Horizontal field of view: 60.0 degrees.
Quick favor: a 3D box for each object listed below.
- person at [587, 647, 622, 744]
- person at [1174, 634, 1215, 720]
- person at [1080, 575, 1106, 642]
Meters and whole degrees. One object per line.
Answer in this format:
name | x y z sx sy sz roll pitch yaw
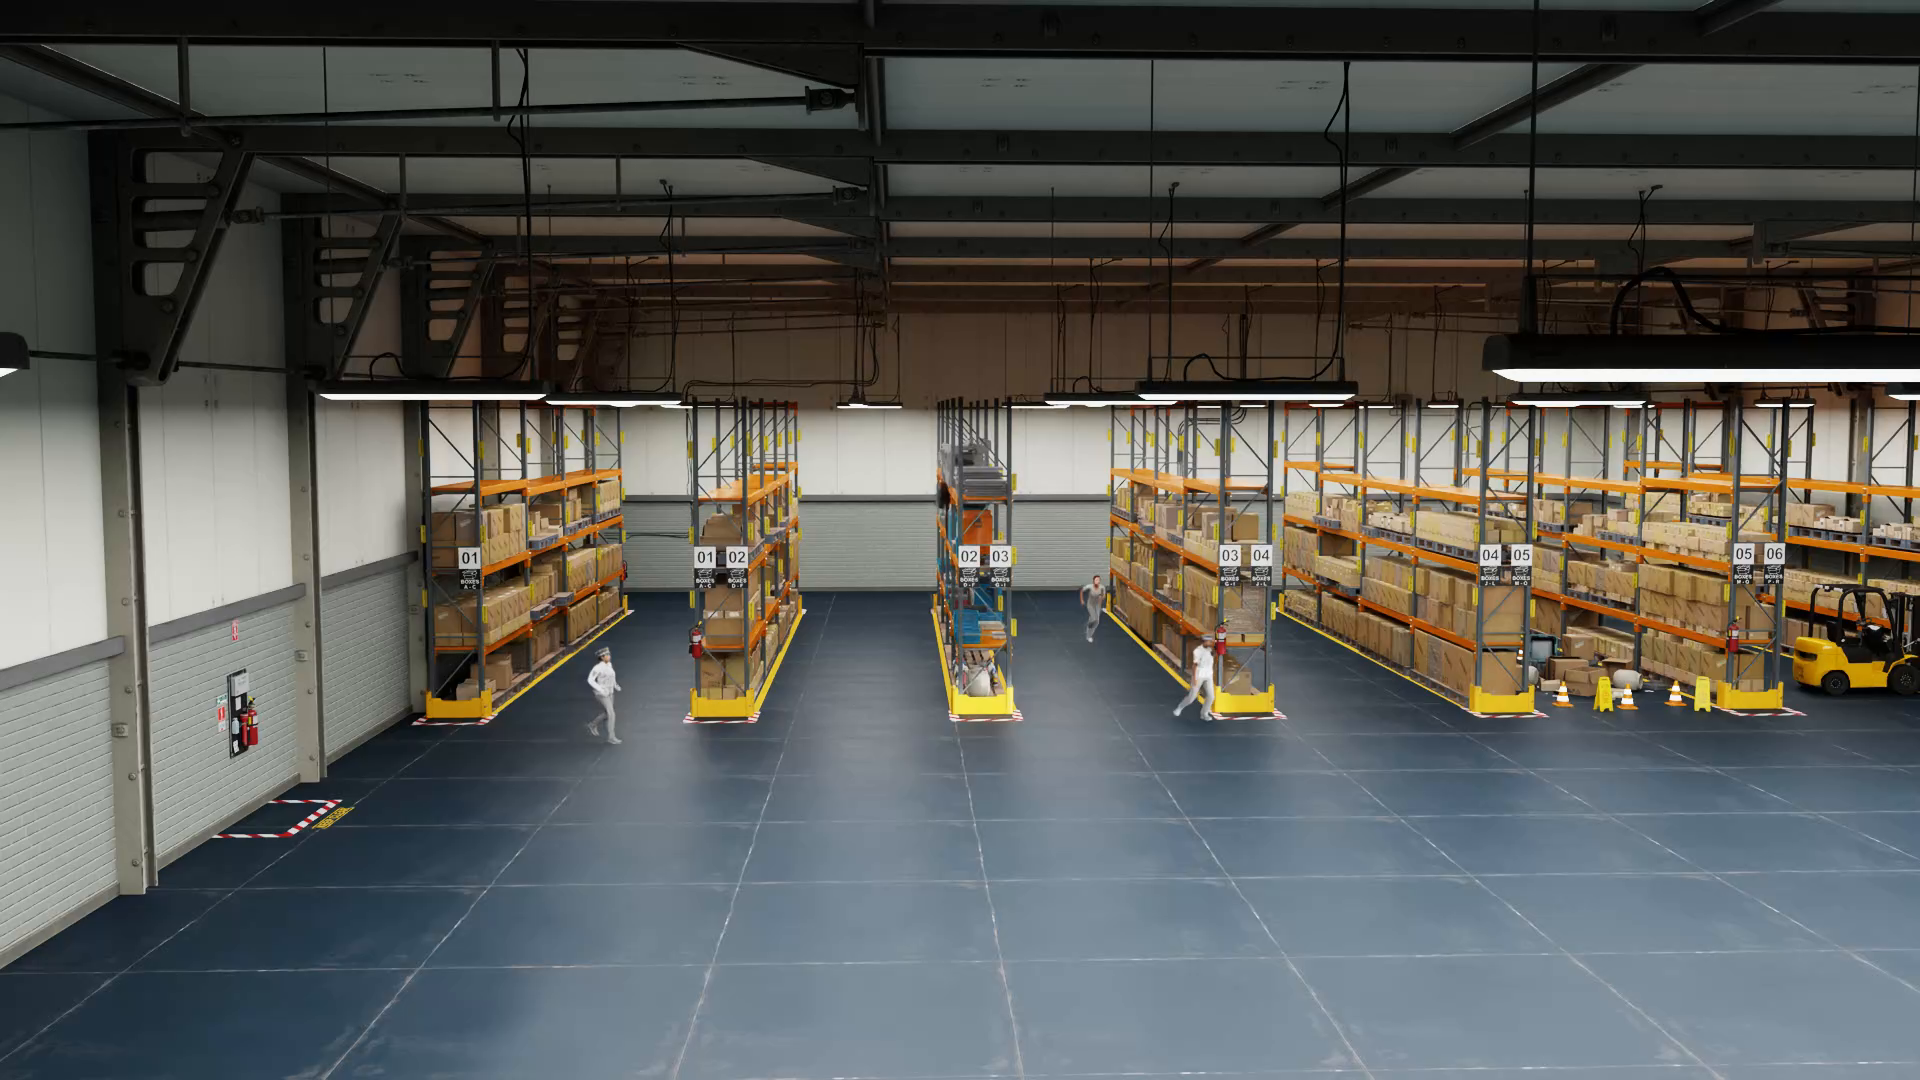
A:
person | -6.180 2.675 28.720 0.709 1.689 0.635 2 5 20
person | 4.358 2.531 30.896 0.658 1.613 0.636 -2 5 -27
person | 3.167 1.617 39.236 0.541 1.600 0.686 -2 5 -19
